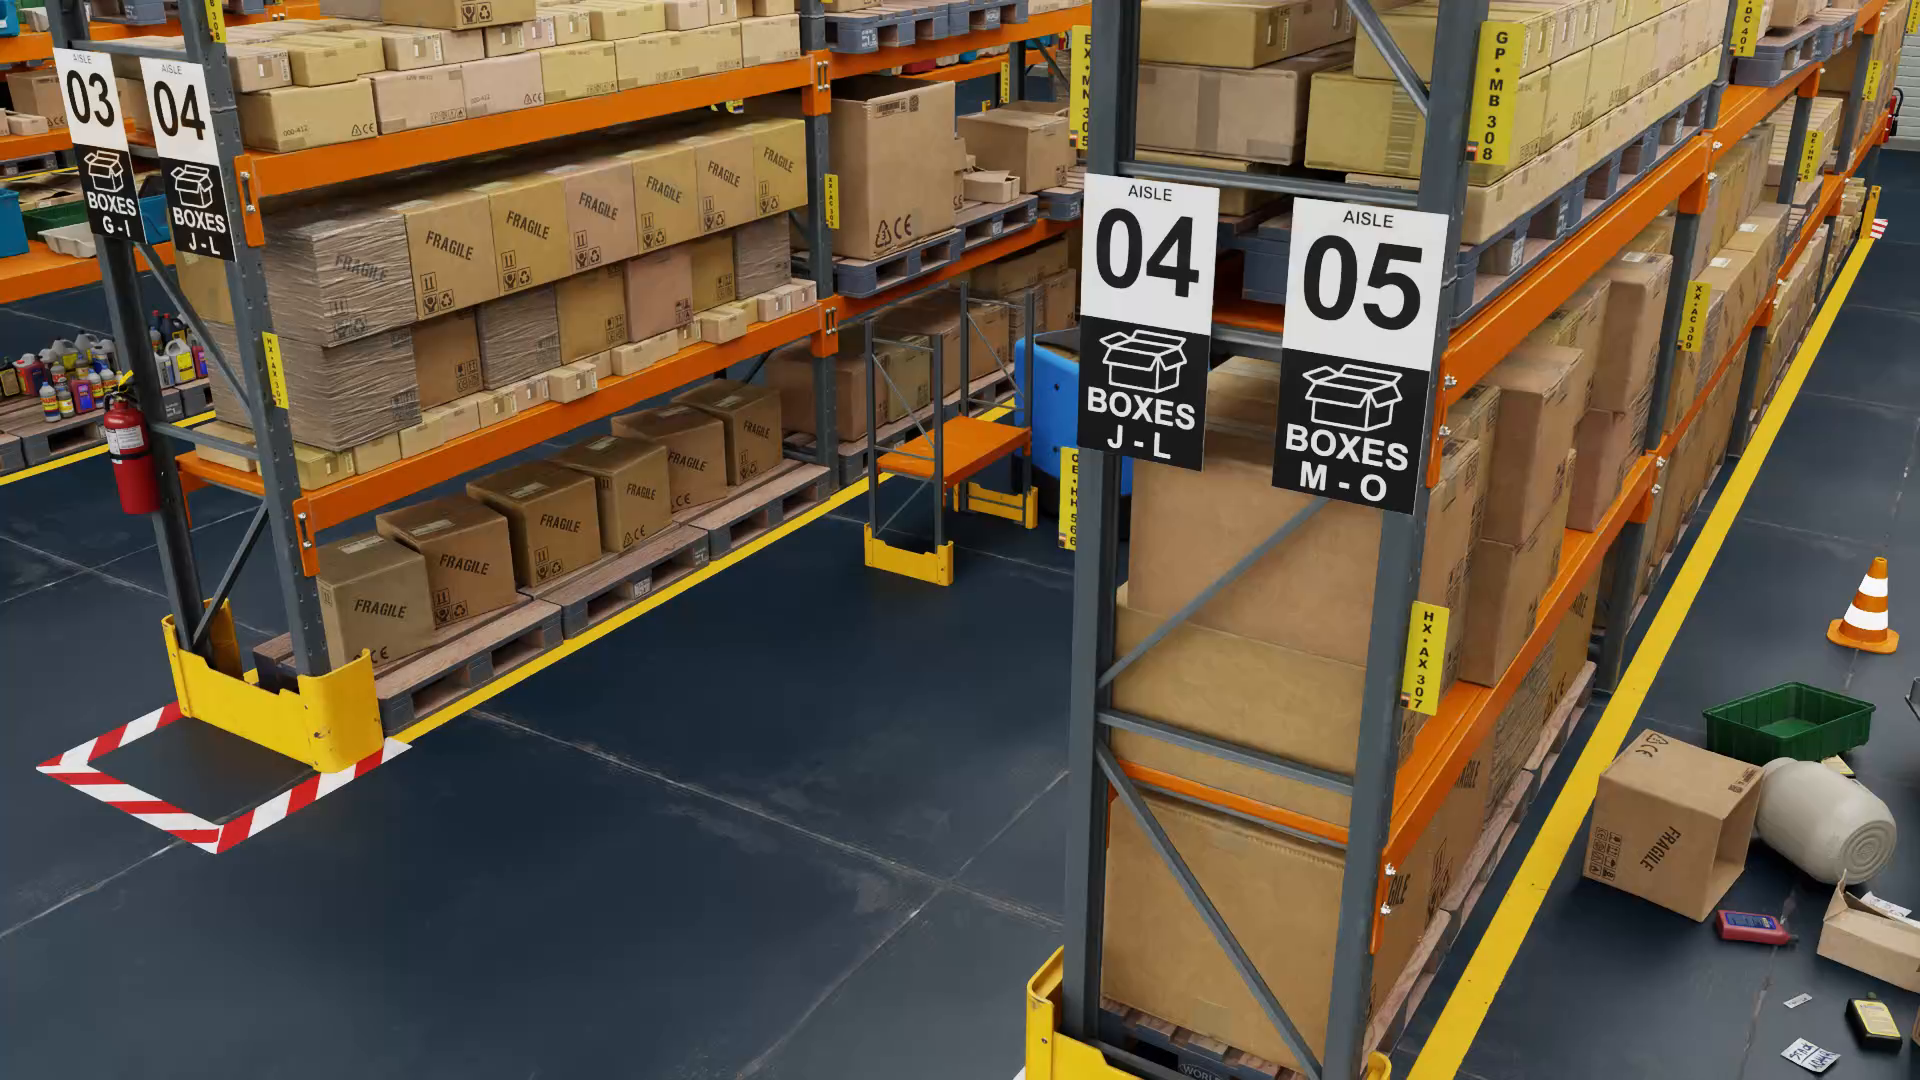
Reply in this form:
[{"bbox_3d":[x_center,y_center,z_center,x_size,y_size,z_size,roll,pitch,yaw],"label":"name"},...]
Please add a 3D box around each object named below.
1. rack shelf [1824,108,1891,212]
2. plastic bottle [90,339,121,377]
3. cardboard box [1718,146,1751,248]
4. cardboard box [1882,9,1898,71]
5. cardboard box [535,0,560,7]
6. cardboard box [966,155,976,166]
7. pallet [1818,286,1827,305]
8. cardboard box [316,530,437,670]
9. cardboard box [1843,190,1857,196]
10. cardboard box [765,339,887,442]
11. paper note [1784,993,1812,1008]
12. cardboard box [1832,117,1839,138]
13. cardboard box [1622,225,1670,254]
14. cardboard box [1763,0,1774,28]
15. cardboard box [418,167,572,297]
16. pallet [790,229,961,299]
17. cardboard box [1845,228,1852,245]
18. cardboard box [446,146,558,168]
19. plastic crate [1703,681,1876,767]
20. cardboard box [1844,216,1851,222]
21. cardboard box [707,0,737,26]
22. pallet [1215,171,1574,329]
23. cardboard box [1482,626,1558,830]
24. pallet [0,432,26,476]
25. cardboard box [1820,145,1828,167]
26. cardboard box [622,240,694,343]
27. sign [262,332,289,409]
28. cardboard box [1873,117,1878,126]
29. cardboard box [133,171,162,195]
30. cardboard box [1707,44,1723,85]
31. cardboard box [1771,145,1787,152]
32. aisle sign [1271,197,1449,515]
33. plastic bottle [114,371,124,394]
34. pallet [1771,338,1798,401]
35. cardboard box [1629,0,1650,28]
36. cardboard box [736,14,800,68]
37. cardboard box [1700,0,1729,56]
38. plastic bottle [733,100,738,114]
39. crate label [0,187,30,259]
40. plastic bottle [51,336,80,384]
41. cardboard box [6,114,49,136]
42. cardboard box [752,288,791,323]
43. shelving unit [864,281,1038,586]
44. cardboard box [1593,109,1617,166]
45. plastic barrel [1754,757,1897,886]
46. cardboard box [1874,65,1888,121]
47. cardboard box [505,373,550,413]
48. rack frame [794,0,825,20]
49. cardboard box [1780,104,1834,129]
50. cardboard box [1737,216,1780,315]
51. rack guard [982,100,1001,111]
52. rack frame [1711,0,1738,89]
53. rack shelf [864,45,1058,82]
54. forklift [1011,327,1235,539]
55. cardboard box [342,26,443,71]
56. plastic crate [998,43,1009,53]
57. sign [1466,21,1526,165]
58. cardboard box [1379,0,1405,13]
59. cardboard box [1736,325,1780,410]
[{"bbox_3d":[8.184,-3.756,16.055,1.077,0.370,4.000,14,27,29],"label":"rack shelf"},{"bbox_3d":[-6.422,-1.359,12.488,0.152,0.276,0.135,14,27,29],"label":"plastic bottle"},{"bbox_3d":[4.239,-2.071,9.875,0.700,0.500,0.500,13,27,28],"label":"cardboard box"},{"bbox_3d":[8.398,-4.668,15.498,0.500,0.500,0.500,13,27,27],"label":"cardboard box"},{"bbox_3d":[-2.341,-2.782,8.811,0.380,0.149,0.250,13,27,28],"label":"cardboard box"},{"bbox_3d":[-0.221,-2.741,12.465,0.500,0.250,0.500,13,27,27],"label":"cardboard box"},{"bbox_3d":[7.453,-2.365,15.448,1.003,0.211,1.213,14,27,29],"label":"pallet"},{"bbox_3d":[-3.018,0.313,8.369,0.500,0.500,0.500,20,30,38],"label":"cardboard box"},{"bbox_3d":[8.774,-3.426,16.698,0.380,0.149,0.250,13,26,27],"label":"cardboard box"},{"bbox_3d":[-0.909,-1.042,11.473,0.700,0.500,0.500,12,26,25],"label":"cardboard box"},{"bbox_3d":[3.146,1.729,6.243,0.123,0.001,0.032,-12,26,-26],"label":"paper note"},{"bbox_3d":[7.087,-3.449,13.855,0.380,0.149,0.250,15,27,31],"label":"cardboard box"},{"bbox_3d":[2.685,-1.158,7.601,0.875,0.550,0.550,14,27,29],"label":"cardboard box"},{"bbox_3d":[4.076,-2.851,8.800,0.396,0.266,0.258,14,27,29],"label":"cardboard box"},{"bbox_3d":[-2.308,-1.540,8.274,0.500,0.500,0.500,14,27,29],"label":"cardboard box"},{"bbox_3d":[-0.725,-1.924,11.159,1.003,0.211,1.213,14,27,29],"label":"pallet"},{"bbox_3d":[8.676,-3.059,16.602,0.380,0.149,0.250,13,26,27],"label":"cardboard box"},{"bbox_3d":[-2.486,-1.818,8.915,0.500,0.500,0.500,14,27,29],"label":"cardboard box"},{"bbox_3d":[3.930,0.887,7.894,0.662,0.188,0.450,-12,16,-26],"label":"plastic crate"},{"bbox_3d":[8.517,-3.108,16.339,0.380,0.149,0.250,15,28,32],"label":"cardboard box"},{"bbox_3d":[-1.455,-2.931,9.156,0.380,0.149,0.250,12,26,26],"label":"cardboard box"},{"bbox_3d":[1.181,-0.949,5.003,1.003,0.211,1.213,14,27,29],"label":"pallet"},{"bbox_3d":[2.045,0.574,7.294,0.875,0.875,0.875,14,27,29],"label":"cardboard box"},{"bbox_3d":[-7.136,-0.501,11.142,1.003,0.211,1.213,14,27,29],"label":"pallet"},{"bbox_3d":[6.818,-3.141,13.518,0.380,0.149,0.250,14,27,29],"label":"cardboard box"},{"bbox_3d":[-2.013,-1.476,9.385,0.875,0.500,0.500,14,27,29],"label":"cardboard box"},{"bbox_3d":[-2.900,-0.718,7.043,0.100,0.325,0.005,14,27,29],"label":"sign"},{"bbox_3d":[8.910,-4.221,16.542,0.380,0.149,0.250,15,27,30],"label":"cardboard box"},{"bbox_3d":[-8.426,-3.656,17.146,0.500,0.311,0.500,15,27,30],"label":"cardboard box"},{"bbox_3d":[2.988,-2.021,7.028,0.380,0.149,0.250,14,27,29],"label":"cardboard box"},{"bbox_3d":[5.700,-2.700,11.749,0.380,0.149,0.250,14,27,29],"label":"cardboard box"},{"bbox_3d":[1.016,-0.467,4.281,0.394,0.787,0.004,14,27,29],"label":"aisle sign"},{"bbox_3d":[-6.062,-1.119,12.029,0.097,0.201,0.097,0,23,0],"label":"plastic bottle"},{"bbox_3d":[6.077,-1.455,13.345,1.003,0.211,1.213,14,27,29],"label":"pallet"},{"bbox_3d":[2.052,-1.788,5.486,0.380,0.149,0.250,14,27,30],"label":"cardboard box"},{"bbox_3d":[-1.270,-2.883,9.548,0.500,0.250,0.500,15,28,31],"label":"cardboard box"},{"bbox_3d":[2.867,-2.174,6.880,0.500,0.250,0.500,14,27,28],"label":"cardboard box"},{"bbox_3d":[-2.326,-4.504,17.040,0.097,0.271,0.097,0,23,0],"label":"plastic bottle"},{"bbox_3d":[-6.828,-2.166,11.434,0.502,0.435,0.616,14,27,29],"label":"crate label"},{"bbox_3d":[-6.660,-1.353,12.380,0.144,0.351,0.185,15,28,31],"label":"plastic bottle"},{"bbox_3d":[-9.025,-4.002,16.036,0.380,0.149,0.250,14,27,29],"label":"cardboard box"},{"bbox_3d":[-1.255,-1.452,10.146,0.380,0.149,0.250,14,27,29],"label":"cardboard box"},{"bbox_3d":[-0.040,-0.663,9.893,0.587,1.500,1.083,14,27,29],"label":"shelving unit"},{"bbox_3d":[1.918,-1.335,5.444,0.380,0.149,0.250,14,27,29],"label":"cardboard box"},{"bbox_3d":[3.614,1.176,7.001,0.421,0.421,0.512,-7,24,-17],"label":"plastic barrel"},{"bbox_3d":[8.413,-4.226,15.735,0.500,0.500,0.500,15,28,32],"label":"cardboard box"},{"bbox_3d":[-2.355,-0.788,8.612,0.380,0.149,0.250,14,27,29],"label":"cardboard box"},{"bbox_3d":[-1.252,-4.537,9.404,1.000,3.000,0.127,14,27,29],"label":"rack frame"},{"bbox_3d":[6.804,-3.407,13.384,0.380,0.149,0.250,13,27,27],"label":"cardboard box"},{"bbox_3d":[4.745,-1.730,10.345,0.500,0.500,0.500,14,27,29],"label":"cardboard box"},{"bbox_3d":[0.872,-5.736,22.871,1.175,0.500,0.348,14,27,29],"label":"rack guard"},{"bbox_3d":[2.909,-3.464,6.924,1.000,3.000,0.127,14,27,29],"label":"rack frame"},{"bbox_3d":[-0.184,-5.867,20.933,1.077,0.370,4.000,14,27,29],"label":"rack shelf"},{"bbox_3d":[1.866,-1.767,10.642,3.031,2.935,1.130,-13,27,-27],"label":"forklift"},{"bbox_3d":[-2.568,-2.225,7.524,0.380,0.149,0.250,15,28,31],"label":"cardboard box"},{"bbox_3d":[0.429,-6.371,21.447,0.396,0.136,0.243,14,27,29],"label":"plastic crate"},{"bbox_3d":[1.267,-1.056,3.939,0.100,0.325,0.005,14,27,29],"label":"sign"},{"bbox_3d":[1.225,-1.753,5.407,0.380,0.149,0.250,14,27,29],"label":"cardboard box"},{"bbox_3d":[5.609,-1.292,12.076,0.500,0.500,0.500,13,26,27],"label":"cardboard box"}]
